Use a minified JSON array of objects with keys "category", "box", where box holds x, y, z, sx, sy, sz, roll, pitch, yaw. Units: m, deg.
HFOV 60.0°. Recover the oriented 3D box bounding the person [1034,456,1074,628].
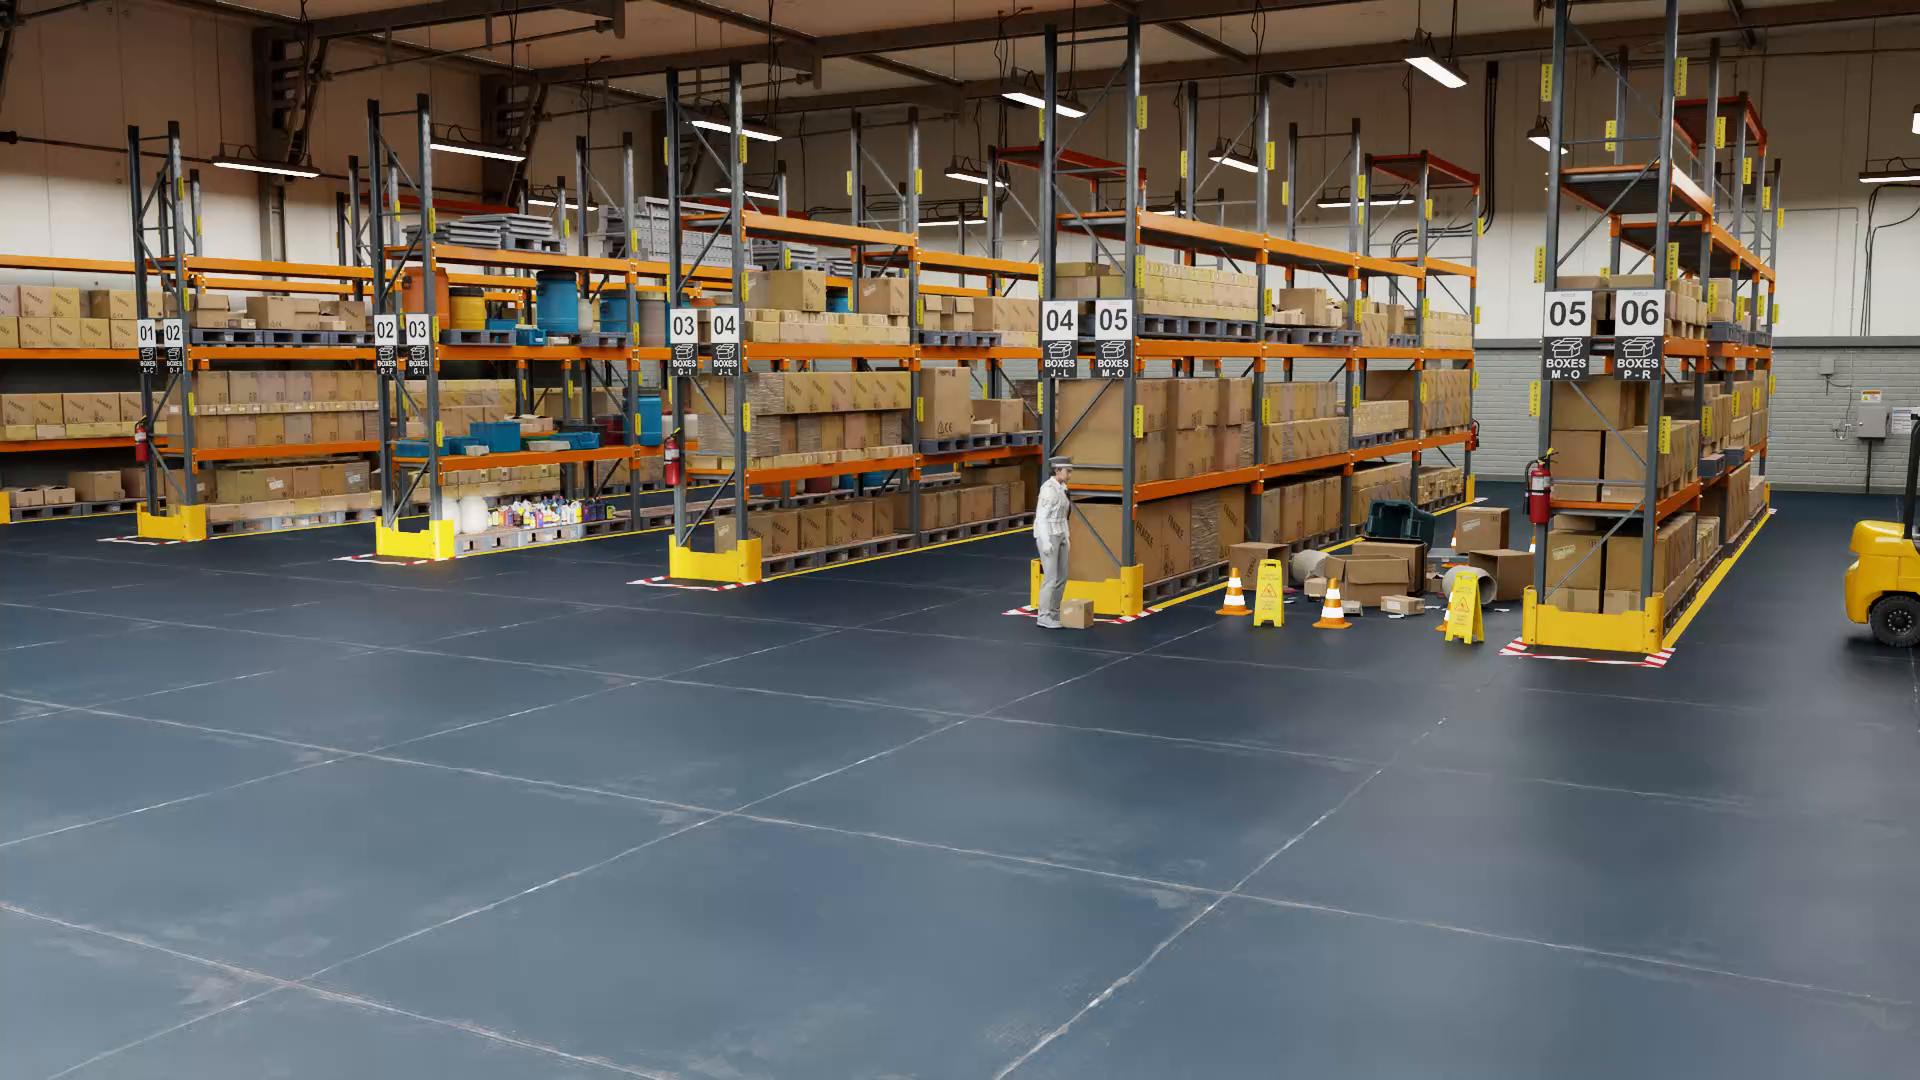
[{"category":"person","box":[0.926,0.006,16.294,0.376,1.663,0.526,3,7,28]}]
